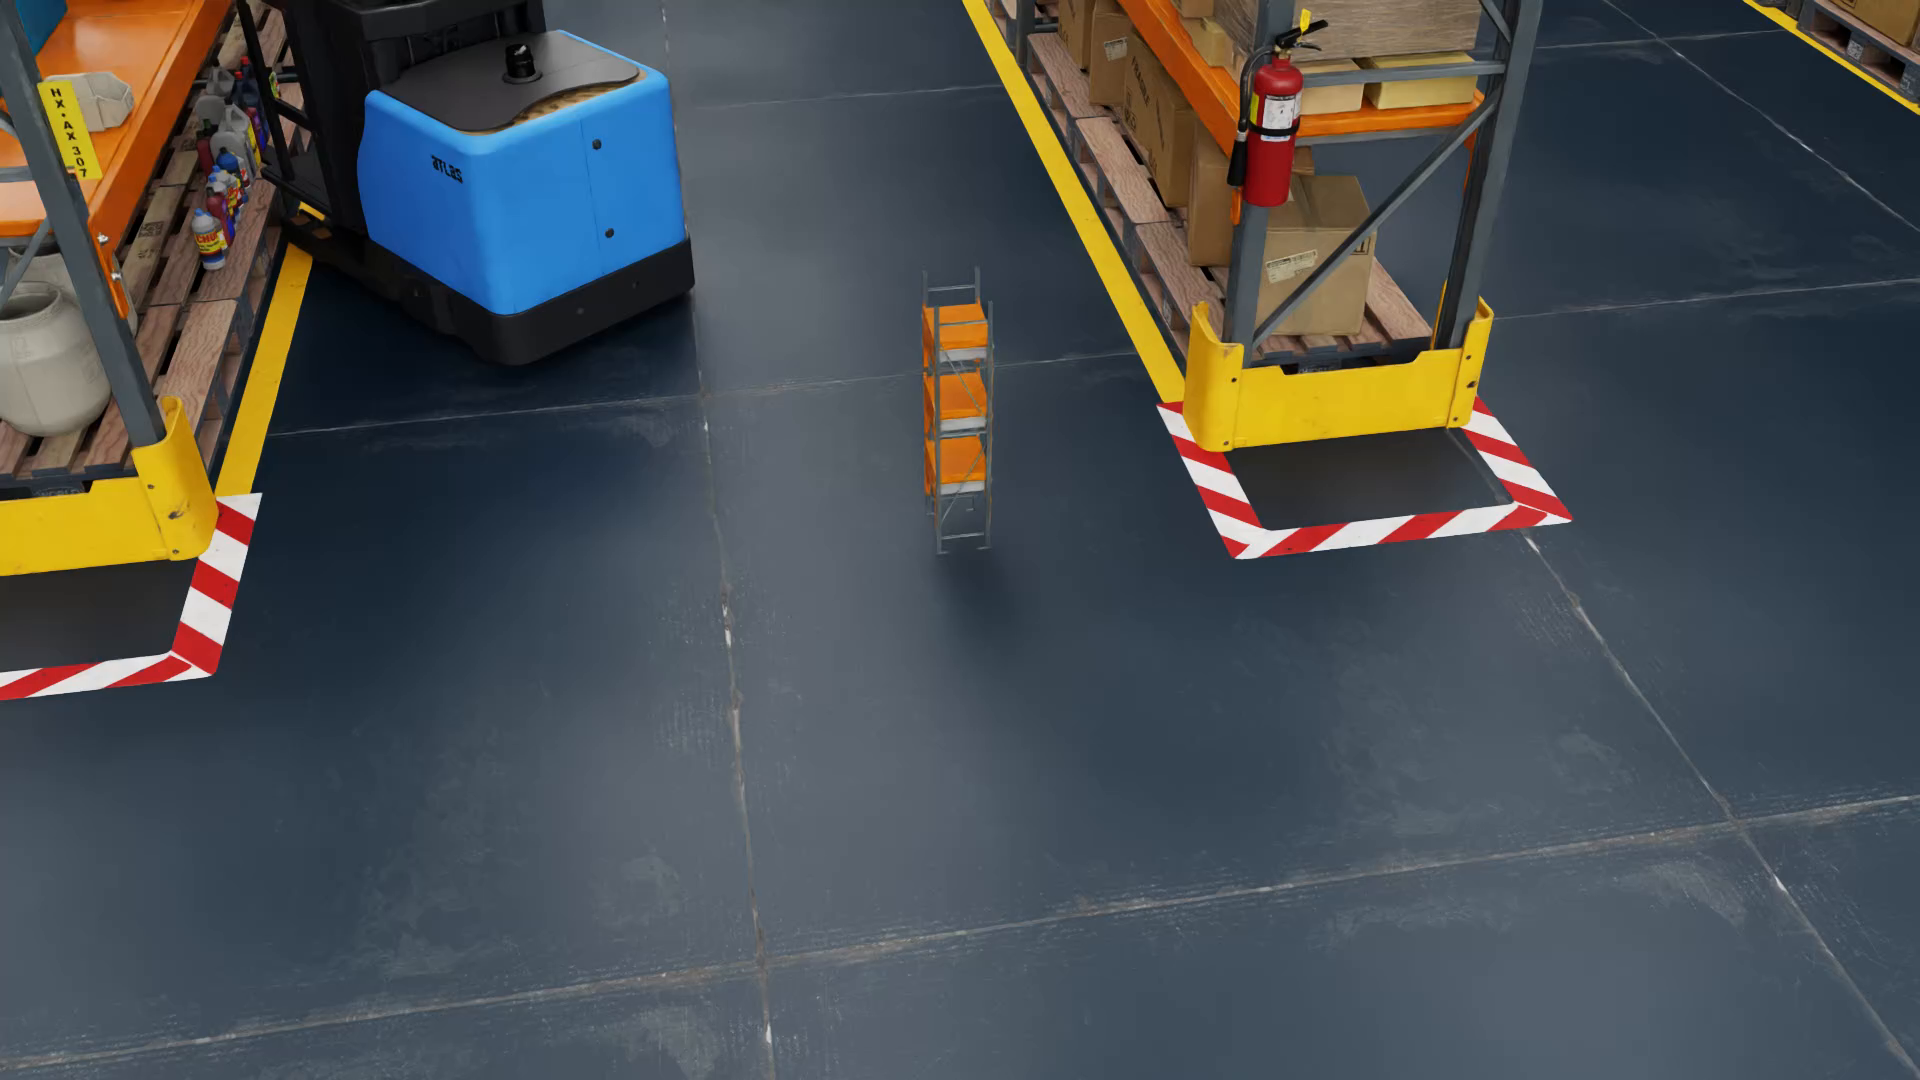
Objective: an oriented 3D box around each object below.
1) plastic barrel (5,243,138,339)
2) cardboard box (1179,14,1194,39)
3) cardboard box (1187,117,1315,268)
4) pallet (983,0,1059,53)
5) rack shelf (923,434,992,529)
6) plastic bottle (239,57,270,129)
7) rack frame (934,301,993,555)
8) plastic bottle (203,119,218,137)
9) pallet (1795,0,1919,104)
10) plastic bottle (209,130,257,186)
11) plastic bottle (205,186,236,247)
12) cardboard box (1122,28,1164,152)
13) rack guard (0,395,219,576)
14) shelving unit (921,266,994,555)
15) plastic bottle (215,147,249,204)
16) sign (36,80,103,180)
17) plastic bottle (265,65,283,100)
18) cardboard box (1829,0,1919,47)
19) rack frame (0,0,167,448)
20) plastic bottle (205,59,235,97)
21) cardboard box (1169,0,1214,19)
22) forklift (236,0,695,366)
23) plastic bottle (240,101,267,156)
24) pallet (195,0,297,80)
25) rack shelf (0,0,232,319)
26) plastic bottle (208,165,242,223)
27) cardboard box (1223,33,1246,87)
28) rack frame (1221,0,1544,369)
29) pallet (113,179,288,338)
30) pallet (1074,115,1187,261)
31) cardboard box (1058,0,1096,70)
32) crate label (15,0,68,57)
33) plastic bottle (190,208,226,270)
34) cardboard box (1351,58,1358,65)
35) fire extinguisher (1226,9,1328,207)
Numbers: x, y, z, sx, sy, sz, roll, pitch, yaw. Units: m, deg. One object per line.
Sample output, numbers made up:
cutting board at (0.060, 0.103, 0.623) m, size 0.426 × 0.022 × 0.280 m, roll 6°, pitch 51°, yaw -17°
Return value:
plastic barrel at (-3.621, -0.996, 6.773) m, size 0.421 × 0.512 × 0.421 m, roll 0°, pitch 38°, yaw 0°
cardboard box at (1.114, -2.154, 6.782) m, size 0.380 × 0.149 × 0.250 m, roll -6°, pitch 38°, yaw -8°
cardboard box at (1.302, -1.569, 7.519) m, size 0.500 × 0.500 × 0.500 m, roll 3°, pitch 38°, yaw 4°
pallet at (0.694, -3.439, 10.504) m, size 1.003 × 0.211 × 1.213 m, roll -6°, pitch 38°, yaw -8°
rack shelf at (-0.009, -0.219, 6.147) m, size 0.215 × 0.259 × 0.240 m, roll -6°, pitch 38°, yaw -8°
plastic bottle at (-3.648, -2.307, 8.575) m, size 0.144 × 0.351 × 0.185 m, roll -7°, pitch 38°, yaw -9°
rack frame at (0.012, -0.373, 5.875) m, size 0.200 × 1.050 × 0.008 m, roll -6°, pitch 38°, yaw -8°
plastic bottle at (-3.654, -1.942, 8.161) m, size 0.061 × 0.283 × 0.133 m, roll -6°, pitch 38°, yaw -8°
pallet at (5.789, -2.973, 9.905) m, size 1.003 × 0.211 × 1.213 m, roll -6°, pitch 38°, yaw -8°
plastic bottle at (-3.533, -1.868, 8.070) m, size 0.152 × 0.276 × 0.135 m, roll -6°, pitch 38°, yaw -7°
plastic bottle at (-3.376, -1.489, 7.578) m, size 0.061 × 0.283 × 0.133 m, roll -6°, pitch 38°, yaw -7°
cardboard box at (1.157, -2.291, 8.449) m, size 0.500 × 0.500 × 0.500 m, roll -9°, pitch 39°, yaw -12°
rack guard at (-3.403, -0.175, 6.067) m, size 1.175 × 0.500 × 0.348 m, roll -6°, pitch 38°, yaw -8°
shelving unit at (-0.009, -0.447, 5.970) m, size 0.215 × 1.050 × 0.252 m, roll -6°, pitch 38°, yaw -8°
plastic bottle at (-3.467, -1.736, 7.904) m, size 0.097 × 0.271 × 0.097 m, roll 0°, pitch 38°, yaw 0°
sign at (-2.801, -1.287, 5.236) m, size 0.100 × 0.325 × 0.005 m, roll -6°, pitch 38°, yaw -8°
plastic bottle at (-3.674, -2.420, 8.842) m, size 0.097 × 0.201 × 0.097 m, roll 0°, pitch 38°, yaw 0°
cardboard box at (5.774, -3.481, 9.676) m, size 0.875 × 0.875 × 0.875 m, roll -6°, pitch 38°, yaw -7°
rack frame at (-3.343, -1.121, 5.248) m, size 1.000 × 3.000 × 0.127 m, roll -6°, pitch 38°, yaw -8°
plastic bottle at (-3.790, -2.291, 8.555) m, size 0.144 × 0.351 × 0.185 m, roll -6°, pitch 38°, yaw -8°
cardboard box at (1.258, -2.435, 6.615) m, size 0.875 × 0.500 × 0.500 m, roll -6°, pitch 38°, yaw -8°
forklift at (-2.637, -2.688, 7.321) m, size 3.031 × 2.935 × 1.130 m, roll 30°, pitch 47°, yaw 33°
plastic bottle at (-3.544, -2.070, 8.325) m, size 0.061 × 0.283 × 0.133 m, roll -4°, pitch 38°, yaw -5°
pallet at (-4.220, -2.906, 9.818) m, size 1.003 × 0.211 × 1.213 m, roll -6°, pitch 38°, yaw -8°
rack shelf at (-3.694, -2.045, 7.024) m, size 1.077 × 0.370 × 4.000 m, roll -6°, pitch 38°, yaw -8°
plastic bottle at (-3.432, -1.613, 7.747) m, size 0.097 × 0.271 × 0.097 m, roll 0°, pitch 38°, yaw 0°
cardboard box at (1.237, -1.855, 6.398) m, size 0.380 × 0.149 × 0.250 m, roll -6°, pitch 38°, yaw -8°
rack frame at (1.533, -1.654, 5.934) m, size 1.000 × 3.000 × 0.127 m, roll -6°, pitch 38°, yaw -8°
pallet at (-3.750, -1.287, 7.735) m, size 1.003 × 0.211 × 1.213 m, roll -6°, pitch 38°, yaw -8°
pallet at (1.202, -1.828, 8.431) m, size 1.003 × 0.211 × 1.213 m, roll -6°, pitch 38°, yaw -8°
cardboard box at (0.863, -3.002, 9.365) m, size 0.500 × 0.500 × 0.500 m, roll -7°, pitch 38°, yaw -9°
crate label at (-3.932, -2.218, 6.631) m, size 0.502 × 0.435 × 0.616 m, roll -6°, pitch 38°, yaw -8°
plastic bottle at (-3.354, -1.346, 7.403) m, size 0.097 × 0.271 × 0.097 m, roll 0°, pitch 38°, yaw 0°
cardboard box at (1.693, -1.905, 6.462) m, size 0.380 × 0.149 × 0.250 m, roll -6°, pitch 38°, yaw -8°
fire extinguisher at (1.100, -1.504, 5.805) m, size 0.296 × 0.674 × 0.183 m, roll -6°, pitch 38°, yaw -8°
